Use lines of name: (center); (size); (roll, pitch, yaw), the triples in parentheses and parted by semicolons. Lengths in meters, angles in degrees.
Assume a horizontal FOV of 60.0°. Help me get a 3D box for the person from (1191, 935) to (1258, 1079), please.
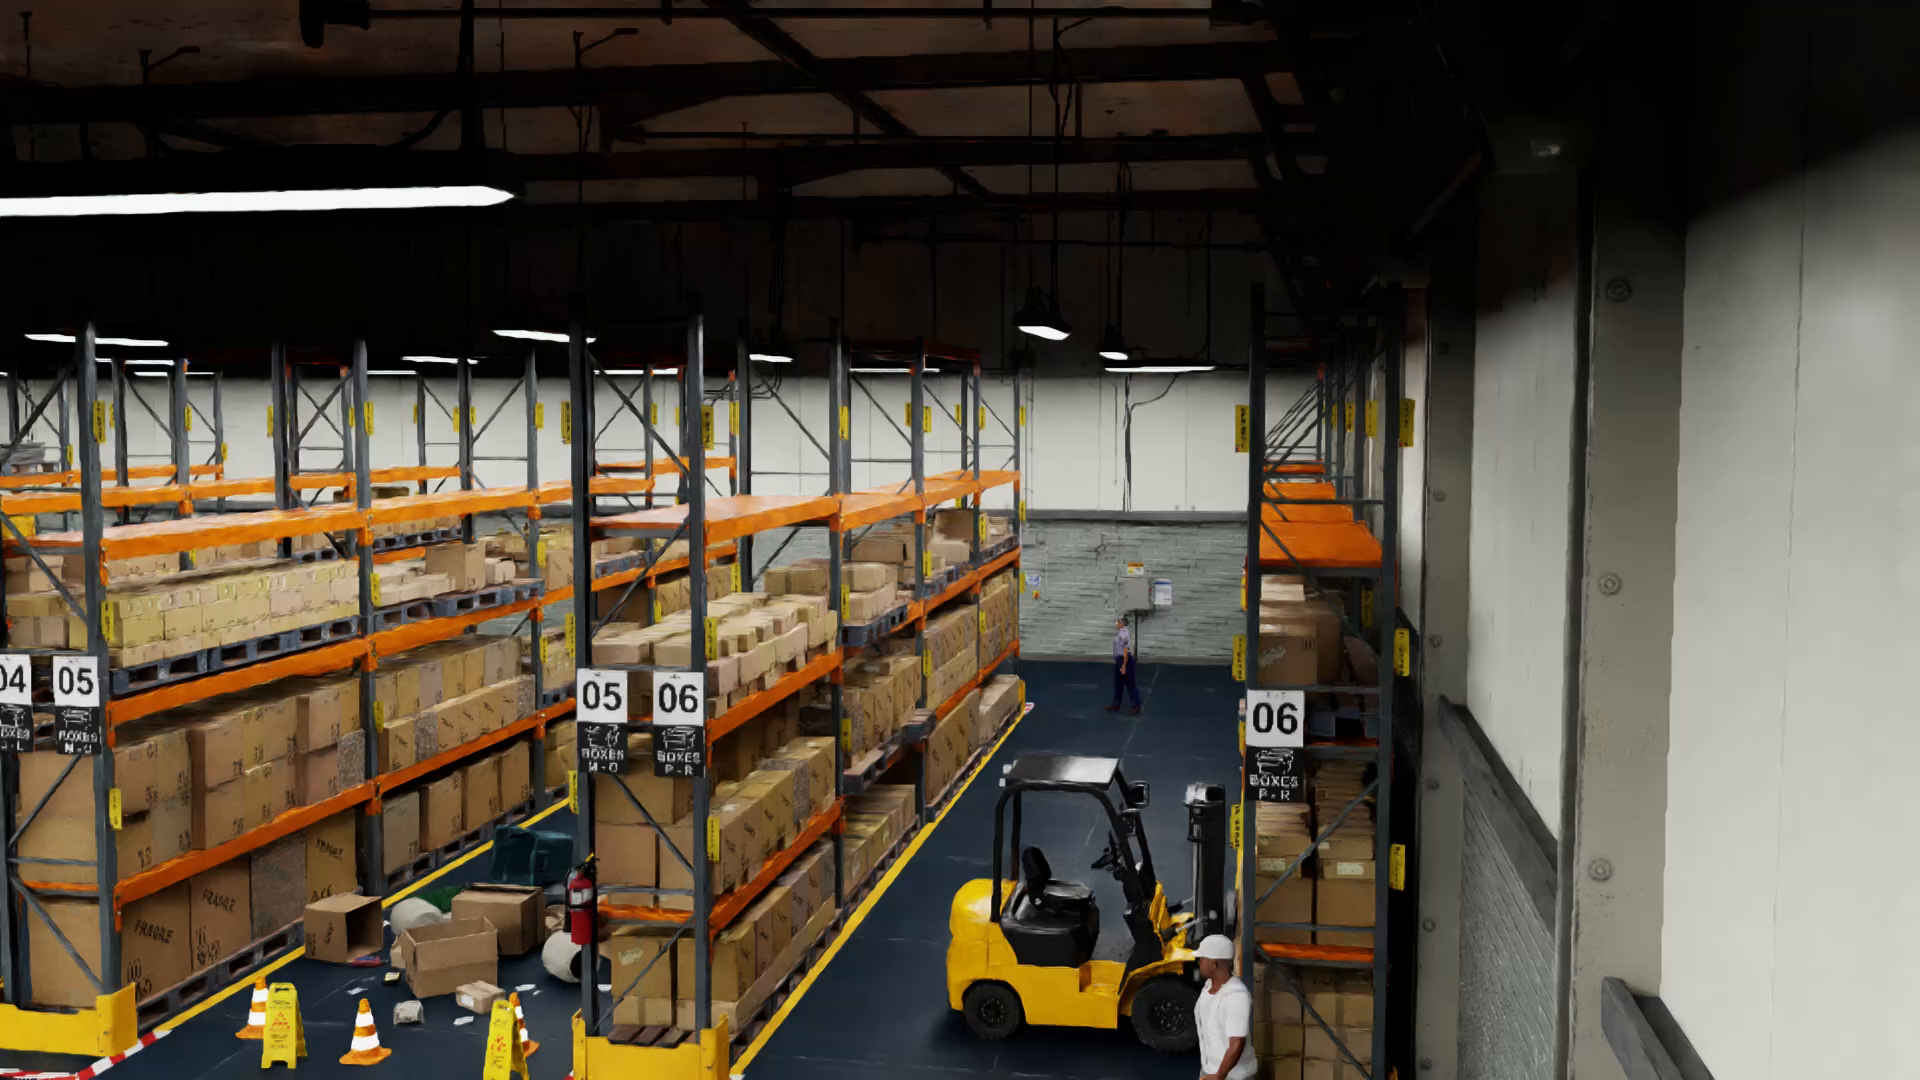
person: (1.745, 3.429, 10.776); (0.707, 1.763, 0.583); (-1, 5, -17)

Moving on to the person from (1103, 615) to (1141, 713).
person: (2.741, 2.088, 28.115); (0.604, 1.622, 0.617); (0, 5, -2)
